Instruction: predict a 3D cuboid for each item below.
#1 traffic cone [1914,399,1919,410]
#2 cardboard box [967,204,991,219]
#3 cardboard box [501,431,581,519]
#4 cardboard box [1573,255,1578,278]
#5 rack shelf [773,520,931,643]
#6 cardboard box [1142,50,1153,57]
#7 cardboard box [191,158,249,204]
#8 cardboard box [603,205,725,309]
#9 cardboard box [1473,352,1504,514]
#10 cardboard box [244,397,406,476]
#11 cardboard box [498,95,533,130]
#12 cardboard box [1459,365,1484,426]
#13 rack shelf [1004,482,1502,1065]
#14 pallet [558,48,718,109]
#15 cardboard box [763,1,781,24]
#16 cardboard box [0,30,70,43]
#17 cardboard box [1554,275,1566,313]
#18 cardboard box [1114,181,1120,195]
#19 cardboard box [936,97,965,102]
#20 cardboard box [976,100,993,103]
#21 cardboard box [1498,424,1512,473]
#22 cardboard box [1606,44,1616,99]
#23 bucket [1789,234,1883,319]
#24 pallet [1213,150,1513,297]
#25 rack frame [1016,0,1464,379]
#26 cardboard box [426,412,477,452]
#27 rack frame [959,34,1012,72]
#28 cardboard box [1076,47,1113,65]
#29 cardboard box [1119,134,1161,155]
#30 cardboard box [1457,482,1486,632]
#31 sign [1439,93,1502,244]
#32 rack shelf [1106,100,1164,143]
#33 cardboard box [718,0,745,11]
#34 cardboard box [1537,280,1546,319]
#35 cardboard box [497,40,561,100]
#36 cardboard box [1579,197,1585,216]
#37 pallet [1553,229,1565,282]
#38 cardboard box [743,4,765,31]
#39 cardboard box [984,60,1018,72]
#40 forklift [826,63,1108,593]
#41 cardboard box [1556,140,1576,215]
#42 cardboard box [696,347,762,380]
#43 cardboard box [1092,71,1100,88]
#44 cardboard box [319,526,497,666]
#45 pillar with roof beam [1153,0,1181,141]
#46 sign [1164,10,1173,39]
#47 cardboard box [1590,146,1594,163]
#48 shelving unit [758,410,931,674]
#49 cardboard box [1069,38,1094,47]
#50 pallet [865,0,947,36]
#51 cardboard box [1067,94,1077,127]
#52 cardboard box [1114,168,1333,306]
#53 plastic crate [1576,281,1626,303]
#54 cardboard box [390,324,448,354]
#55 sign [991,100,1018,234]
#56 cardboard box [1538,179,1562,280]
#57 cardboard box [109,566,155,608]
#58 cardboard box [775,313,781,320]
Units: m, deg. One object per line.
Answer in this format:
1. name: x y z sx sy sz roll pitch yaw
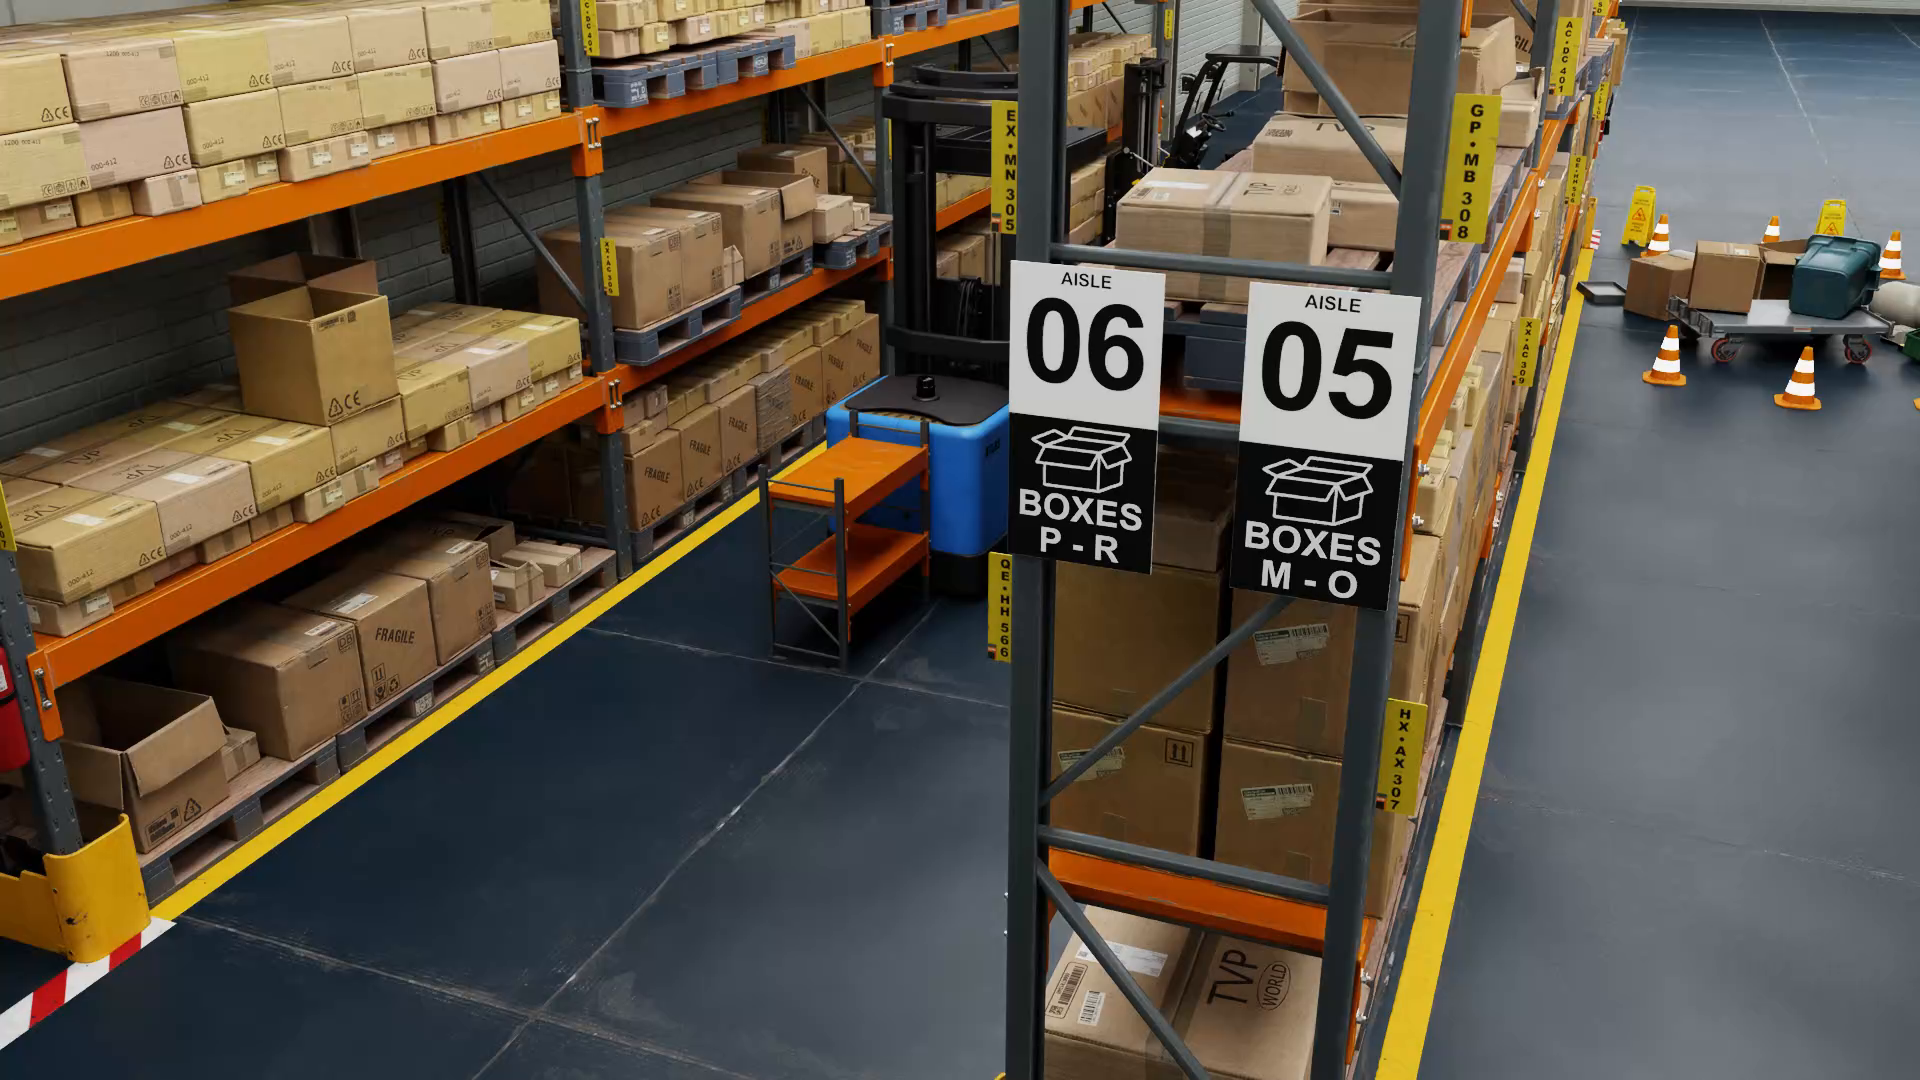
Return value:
1. traffic cone: 7.815 -1.271 13.193 0.336 0.463 0.334 9 24 20
2. cardboard box: 0.288 -2.997 16.570 0.875 0.625 0.625 10 25 22
3. cardboard box: -2.592 -0.483 10.713 0.500 0.500 0.500 9 24 20
4. cardboard box: 5.739 -2.668 16.269 0.500 0.250 0.500 10 25 23
5. rack shelf: -0.621 0.211 9.420 0.538 0.278 1.000 10 25 23
6. cardboard box: 2.021 -5.604 19.304 0.380 0.149 0.250 9 24 21
7. cardboard box: -3.189 -1.498 6.879 0.380 0.149 0.250 9 24 20
8. cardboard box: -1.920 -1.791 10.471 0.700 0.500 0.500 9 24 21
9. cardboard box: 1.815 -0.450 6.510 0.500 0.500 0.500 9 24 21
10. cardboard box: -3.025 -0.533 7.944 0.500 0.250 0.500 8 24 19
11. cardboard box: -2.453 -2.235 8.642 0.380 0.149 0.250 9 24 20
12. cardboard box: 1.628 -0.527 5.851 0.380 0.149 0.250 8 24 19
13. rack shelf: 1.367 0.532 6.517 1.077 0.370 4.000 9 24 20
14. pallet: -2.193 -2.745 9.783 1.213 0.211 1.003 9 24 20
15. cardboard box: -1.425 -3.537 11.111 0.380 0.149 0.250 10 24 22
16. cardboard box: -3.886 -1.861 6.582 0.500 0.250 0.500 8 24 18
17. cardboard box: 4.889 -2.171 14.921 0.950 0.372 0.625 9 24 21
18. cardboard box: 1.509 -3.911 18.596 0.500 0.250 0.500 9 24 20
19. cardboard box: -0.176 -4.066 15.620 0.380 0.149 0.250 9 24 20
20. cardboard box: 0.358 -3.991 15.441 0.380 0.149 0.250 8 24 18
21. cardboard box: 2.519 -0.566 8.407 0.500 0.250 0.500 8 24 19
22. cardboard box: 5.656 -4.329 15.409 0.700 0.500 0.500 9 24 20
23. bucket: 7.625 -2.275 14.580 0.726 0.611 0.620 19 39 38
24. pallet: 1.342 -1.132 5.792 1.003 0.211 1.213 9 24 20
25. rack frame: 0.624 -1.852 3.509 1.000 3.000 0.127 9 24 20
26. cardboard box: -2.726 -0.580 8.573 0.380 0.149 0.250 8 24 19
27. rack frame: 0.472 -4.087 16.644 1.000 3.000 0.127 9 24 20
28. cardboard box: 1.456 -5.293 18.174 0.380 0.149 0.250 9 24 21
29. cardboard box: 2.076 -4.696 19.825 0.500 0.250 0.500 10 25 22
30. cardboard box: 1.816 0.008 6.709 0.500 0.500 0.500 8 24 19
31. sign: 1.137 -0.826 3.708 0.100 0.325 0.005 9 24 20
32. rack shelf: 1.215 -4.471 18.496 1.077 0.370 4.000 9 24 20
33. cardboard box: -1.567 -3.385 10.336 0.380 0.149 0.250 9 24 20
34. cardboard box: 3.101 -1.342 9.618 0.500 0.250 0.500 8 24 18
35. cardboard box: -2.447 -2.468 8.684 0.500 0.250 0.500 9 24 20
36. cardboard box: 5.654 -3.157 15.624 0.380 0.149 0.250 9 24 21
37. pallet: 3.762 -2.128 12.203 1.213 0.211 1.003 9 24 20
38. cardboard box: -1.473 -3.336 10.605 0.380 0.149 0.250 9 24 21
39. cardboard box: 0.441 -4.811 17.020 0.380 0.149 0.250 8 24 19
40. forklift: 0.261 -1.572 10.711 1.130 2.935 3.031 10 25 23
41. cardboard box: 4.165 -2.639 12.116 0.500 0.500 0.500 10 25 23
42. cardboard box: -1.620 -1.232 11.663 0.380 0.149 0.250 9 24 20
43. cardboard box: 1.259 -4.871 17.548 0.380 0.149 0.250 9 24 20
44. cardboard box: -2.931 0.289 8.864 0.700 0.500 0.500 8 24 18
45. pillar with roof beam: 7.088 -9.698 22.291 9.100 9.000 0.400 9 24 20
46. sign: 2.456 -6.080 19.604 0.100 0.325 0.005 9 24 20
47. cardboard box: 5.980 -3.785 16.247 0.380 0.149 0.250 9 24 20
48. shelving unit: -0.621 -0.015 9.326 0.538 1.125 1.048 10 25 23
49. cardboard box: 1.315 -5.640 19.004 0.380 0.149 0.250 9 24 20
50. pallet: -0.845 -4.209 13.287 1.213 0.211 1.003 10 25 22
51. cardboard box: 0.879 -4.255 16.915 0.500 0.500 0.500 8 24 19
52. cardboard box: 0.708 -0.813 4.432 0.500 0.250 0.500 7 24 15
53. plastic crate: 6.426 -2.475 16.572 0.402 0.080 0.583 1 23 2
54. cardboard box: -3.114 -0.974 8.998 0.500 0.250 0.500 9 24 20
55. sign: 0.126 -0.923 4.129 0.100 0.325 0.005 9 24 20
56. cardboard box: 3.273 -1.870 9.909 0.500 0.500 0.500 9 24 20
57. cardboard box: -3.557 0.147 6.833 0.380 0.149 0.250 9 24 21
58. cardboard box: -1.621 -1.762 12.934 0.380 0.149 0.250 10 25 22
